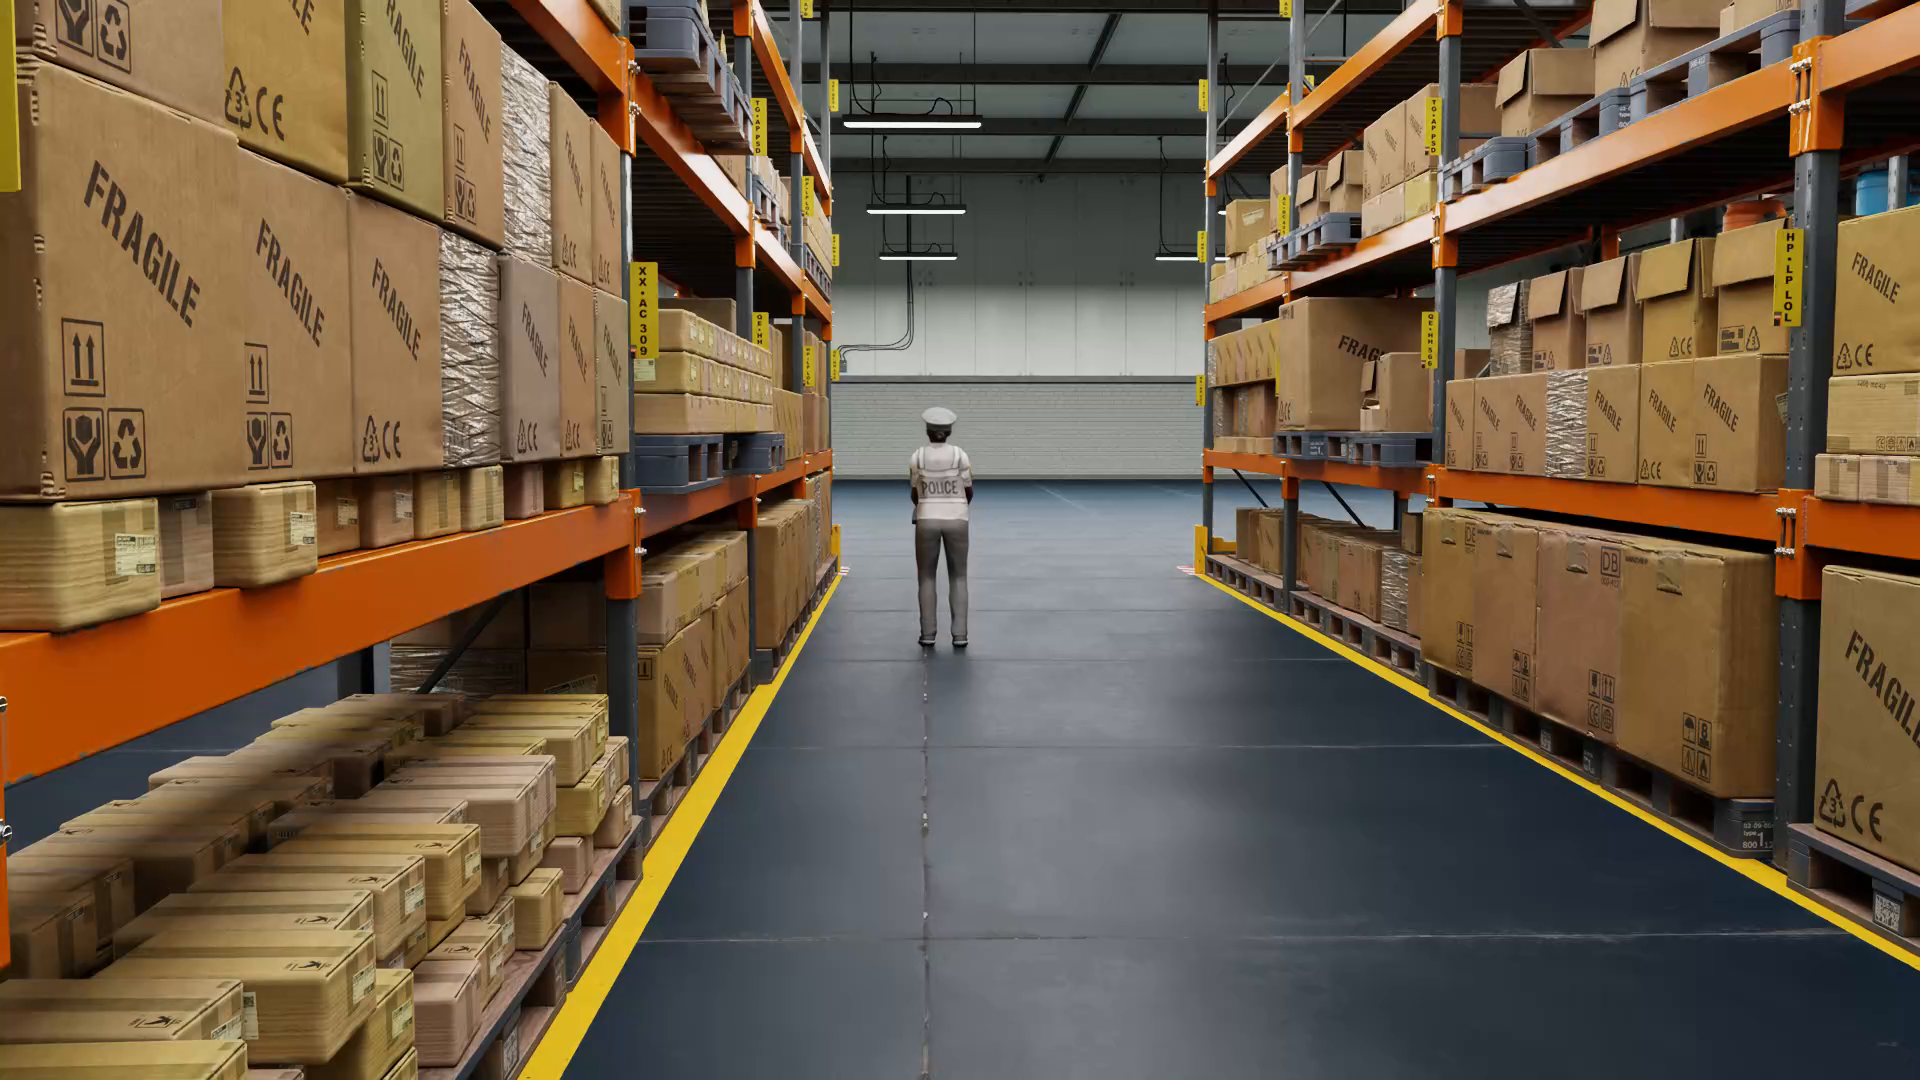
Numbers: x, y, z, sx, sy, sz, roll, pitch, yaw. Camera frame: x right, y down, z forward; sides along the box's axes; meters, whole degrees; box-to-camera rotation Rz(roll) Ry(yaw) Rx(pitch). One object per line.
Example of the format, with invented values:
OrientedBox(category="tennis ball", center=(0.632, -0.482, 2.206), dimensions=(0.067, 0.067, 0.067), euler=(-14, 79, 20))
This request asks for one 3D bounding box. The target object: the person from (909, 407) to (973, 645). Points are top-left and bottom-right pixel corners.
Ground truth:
OrientedBox(category="person", center=(-0.130, -0.100, 11.799), dimensions=(0.451, 1.687, 0.531), euler=(0, 4, 0))
